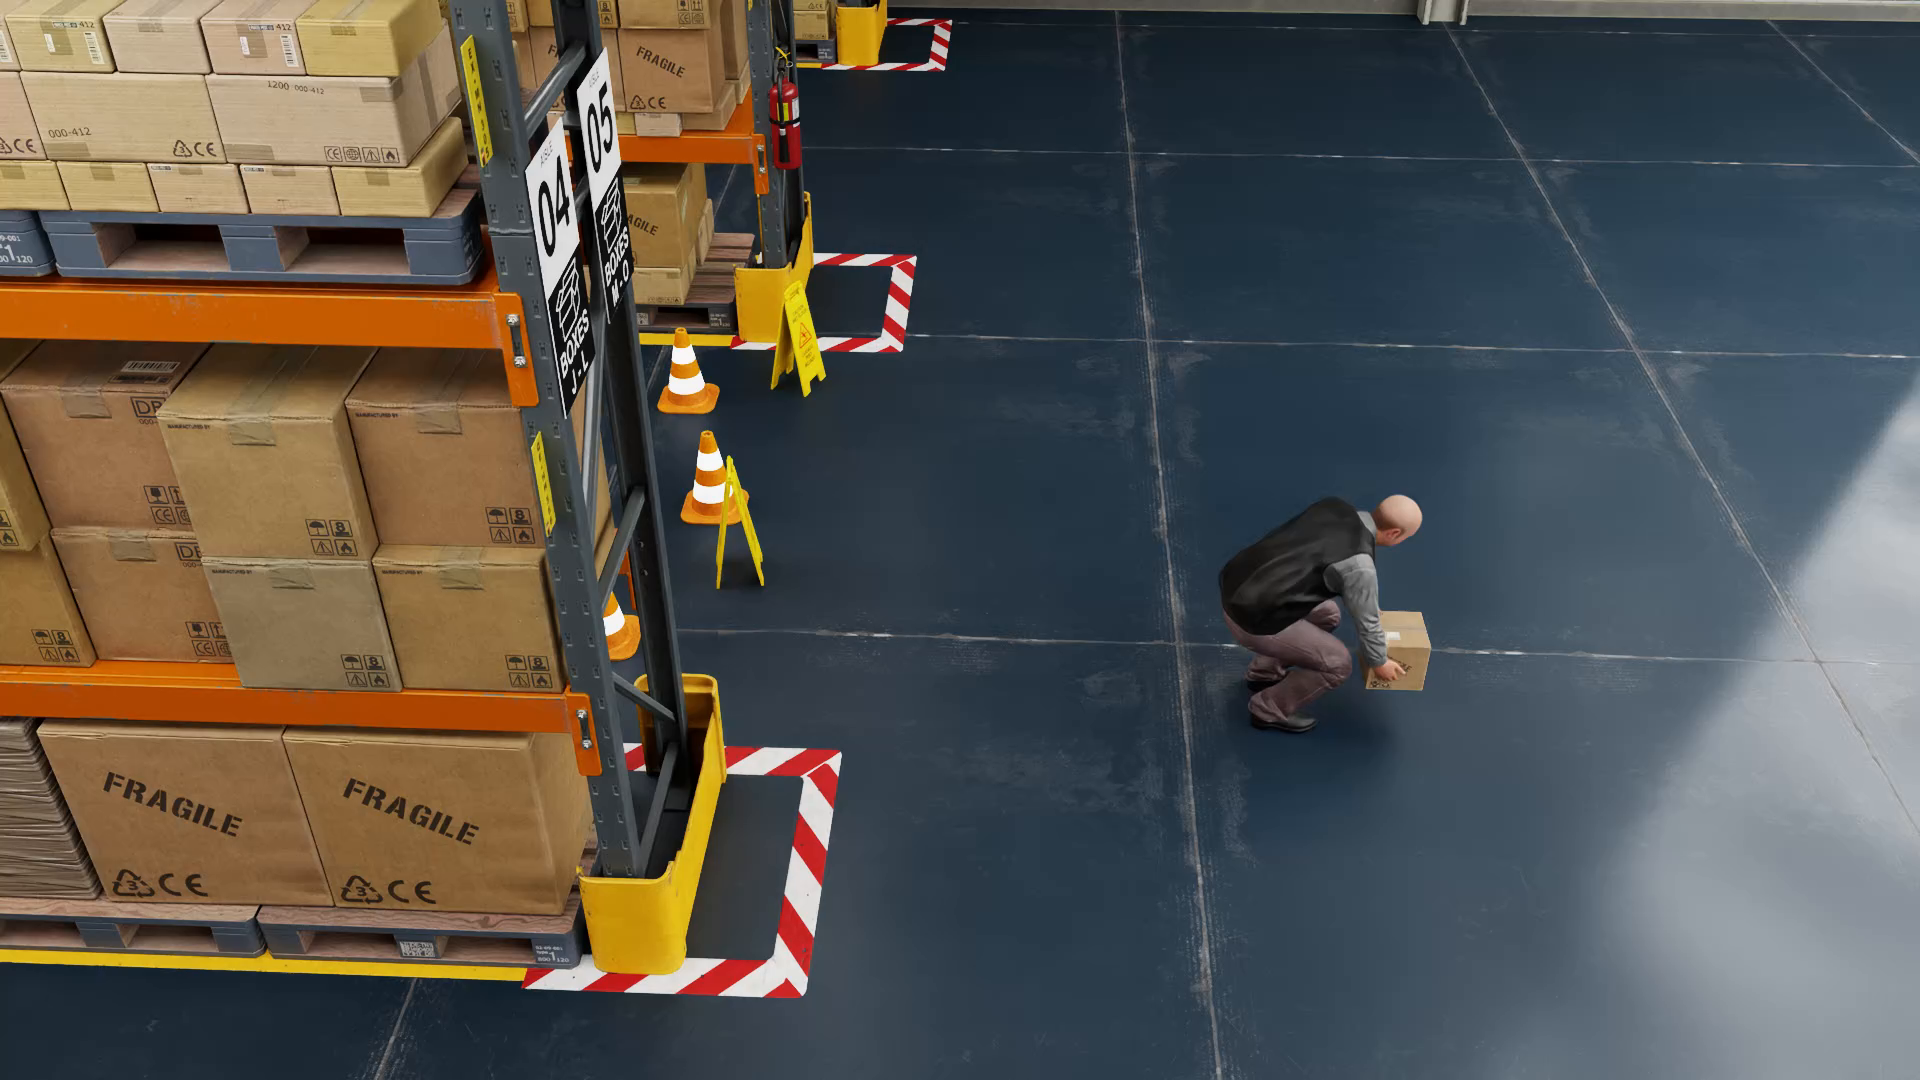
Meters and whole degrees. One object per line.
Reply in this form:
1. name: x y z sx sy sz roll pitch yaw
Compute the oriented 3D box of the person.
1. person: 1.539 0.282 7.286 0.824 1.095 0.561 1 35 2
